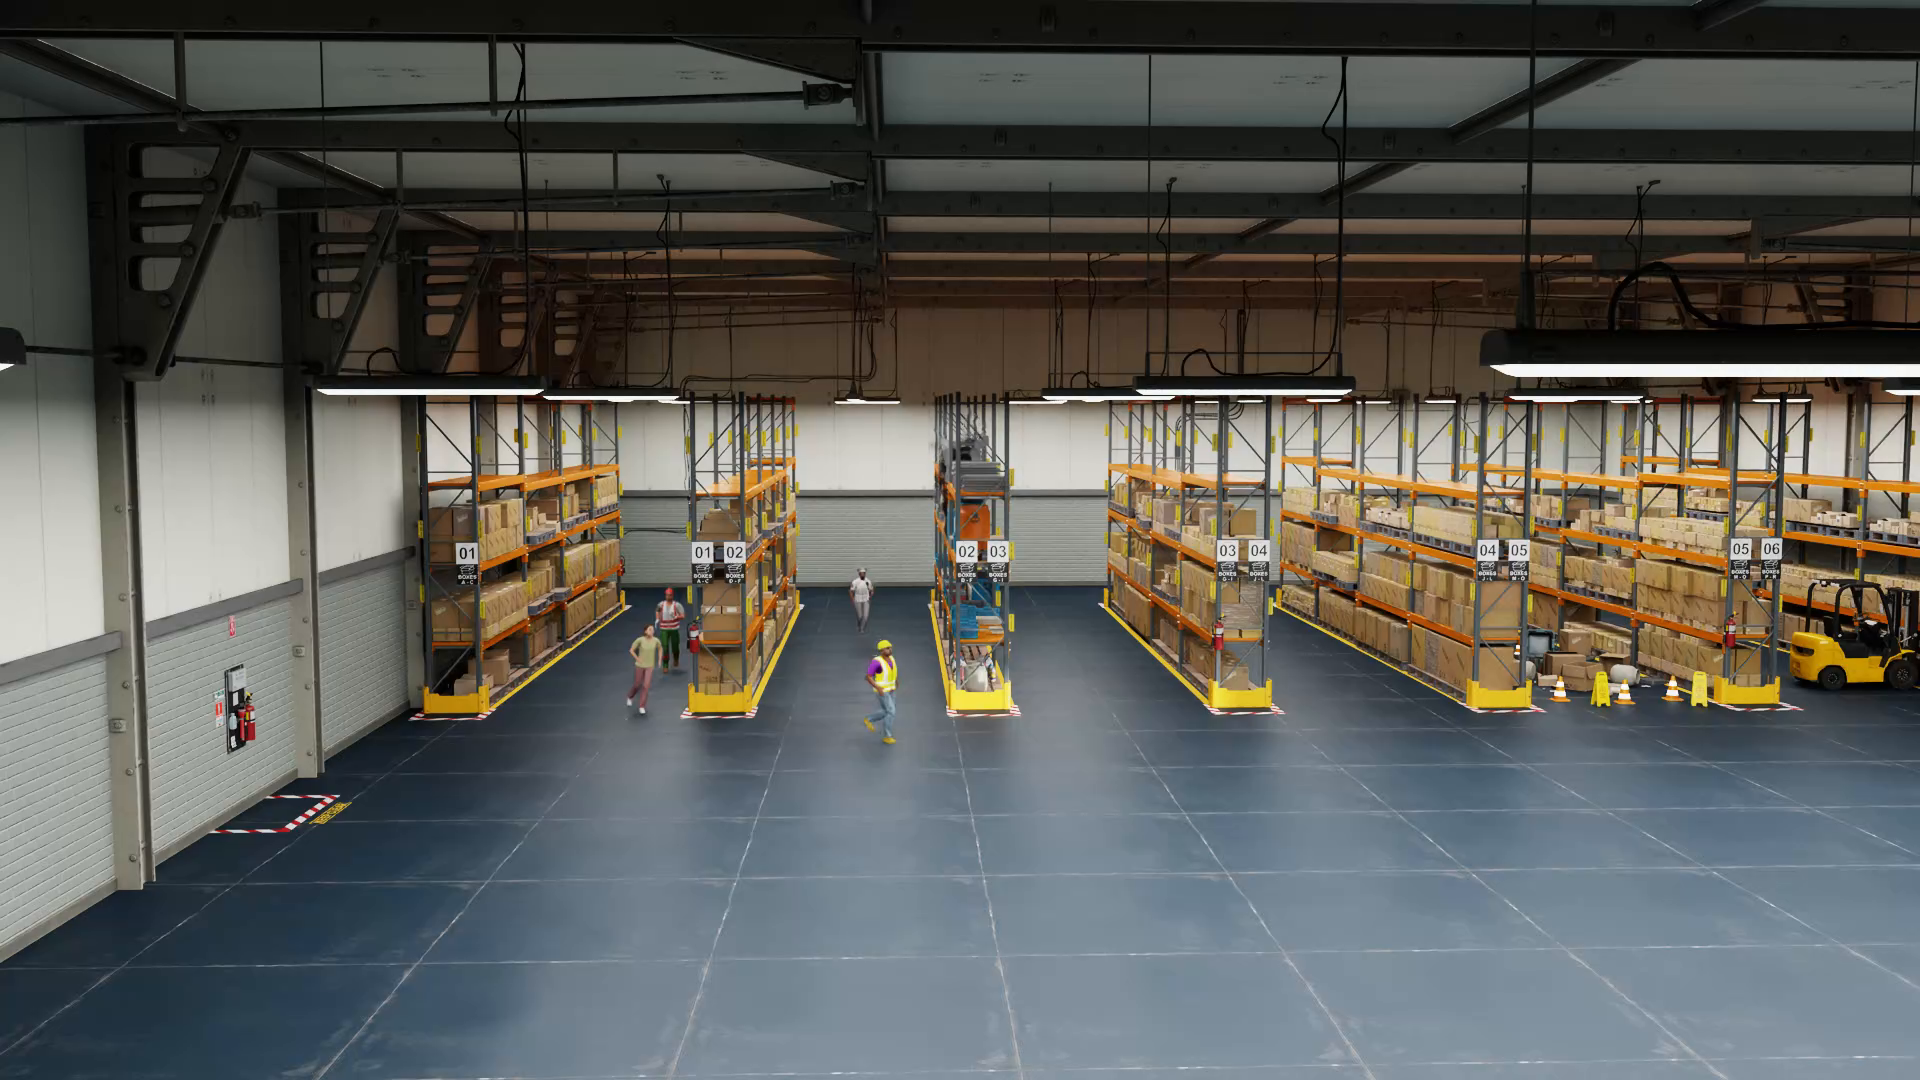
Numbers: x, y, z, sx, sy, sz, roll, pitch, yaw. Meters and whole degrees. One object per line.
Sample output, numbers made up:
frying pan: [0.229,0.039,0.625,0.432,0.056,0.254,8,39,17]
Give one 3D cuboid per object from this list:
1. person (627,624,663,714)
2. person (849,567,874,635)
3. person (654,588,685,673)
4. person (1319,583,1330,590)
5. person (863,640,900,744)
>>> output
person: [-5.910,2.389,31.375,0.652,1.646,0.825,-2,5,-23]
person: [-2.328,1.456,39.672,0.588,1.612,0.515,-1,5,-11]
person: [-6.255,1.928,35.843,0.659,1.774,1.002,0,5,-3]
person: [10.620,0.934,48.745,0.652,1.715,0.694,4,6,40]
person: [-1.359,2.579,28.461,0.740,1.766,0.702,3,5,32]
